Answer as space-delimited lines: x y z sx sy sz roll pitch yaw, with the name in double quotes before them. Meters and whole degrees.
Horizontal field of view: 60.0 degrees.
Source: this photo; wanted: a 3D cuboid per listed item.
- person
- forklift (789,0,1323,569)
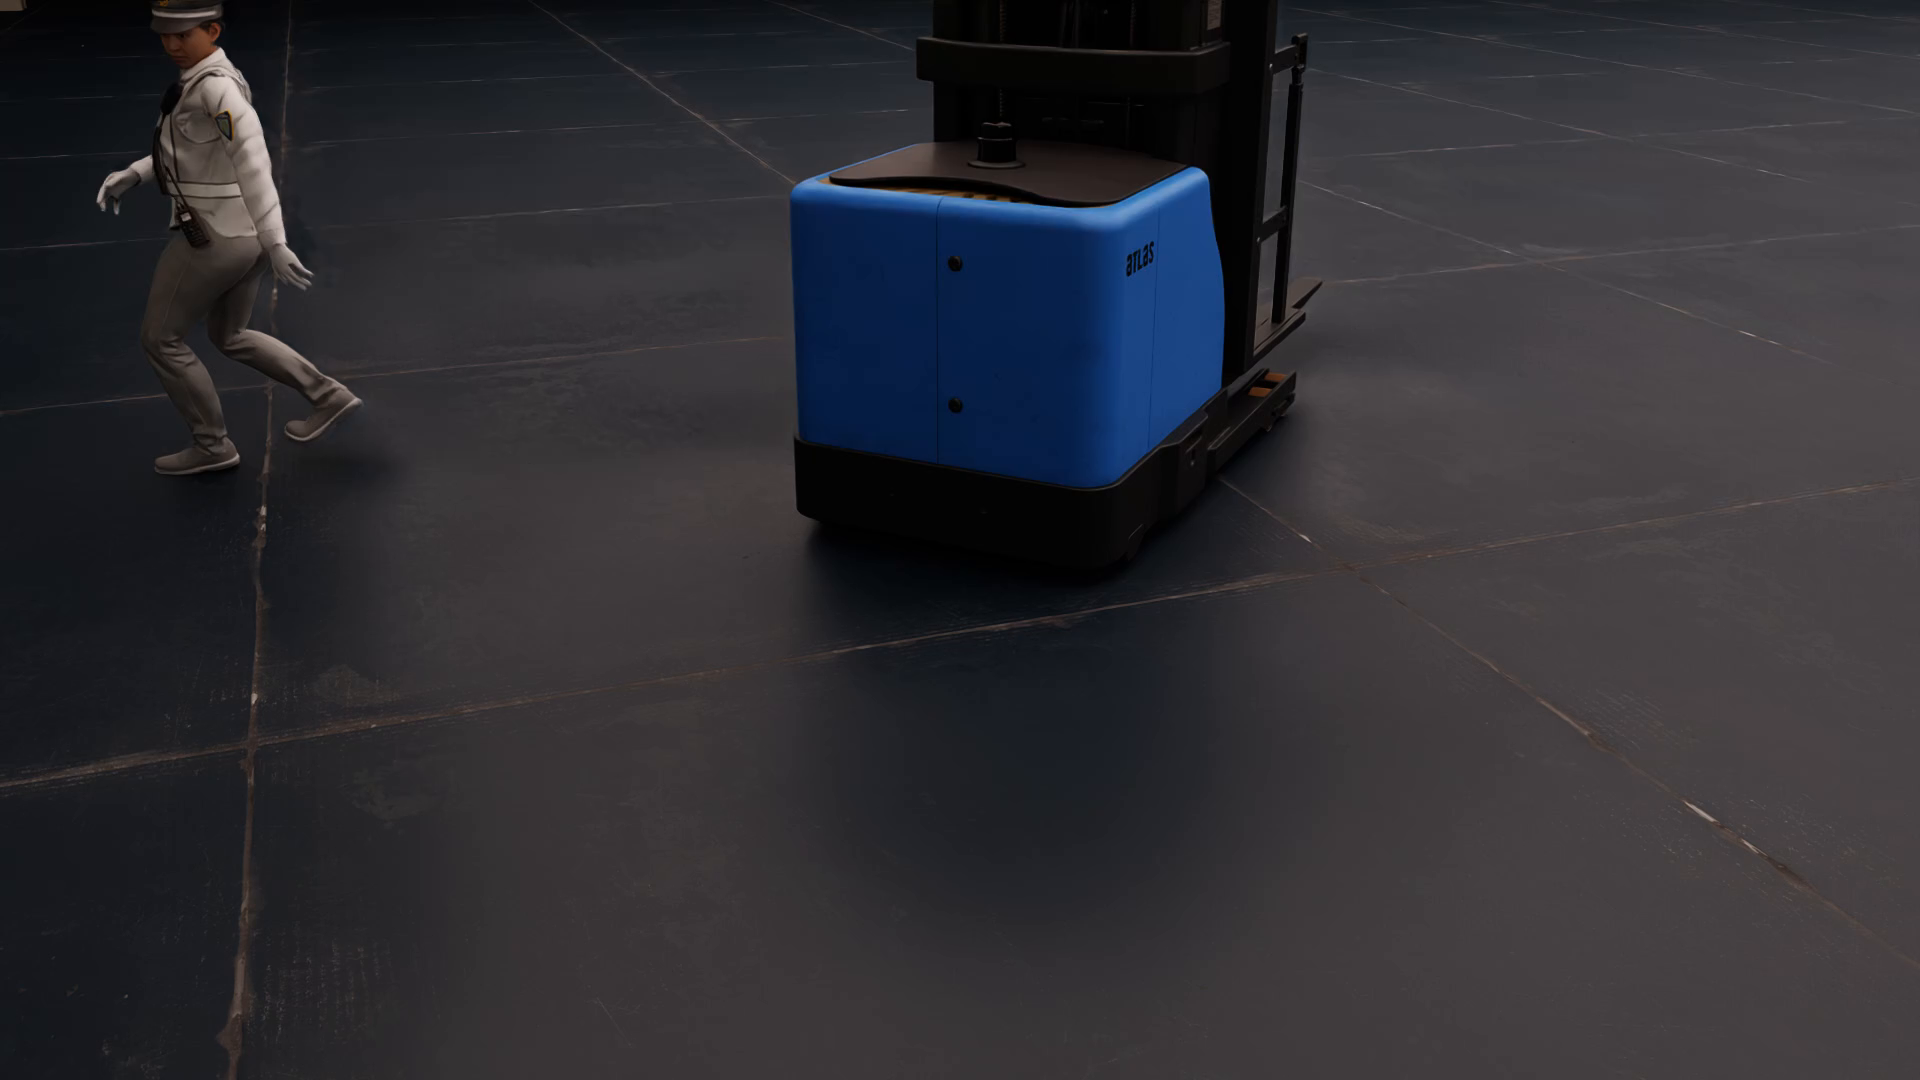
"person" -2.384 -0.972 5.363 0.710 1.597 0.559 -1 23 -2
"forklift" 0.596 -1.805 5.590 1.130 2.935 3.031 11 25 24
